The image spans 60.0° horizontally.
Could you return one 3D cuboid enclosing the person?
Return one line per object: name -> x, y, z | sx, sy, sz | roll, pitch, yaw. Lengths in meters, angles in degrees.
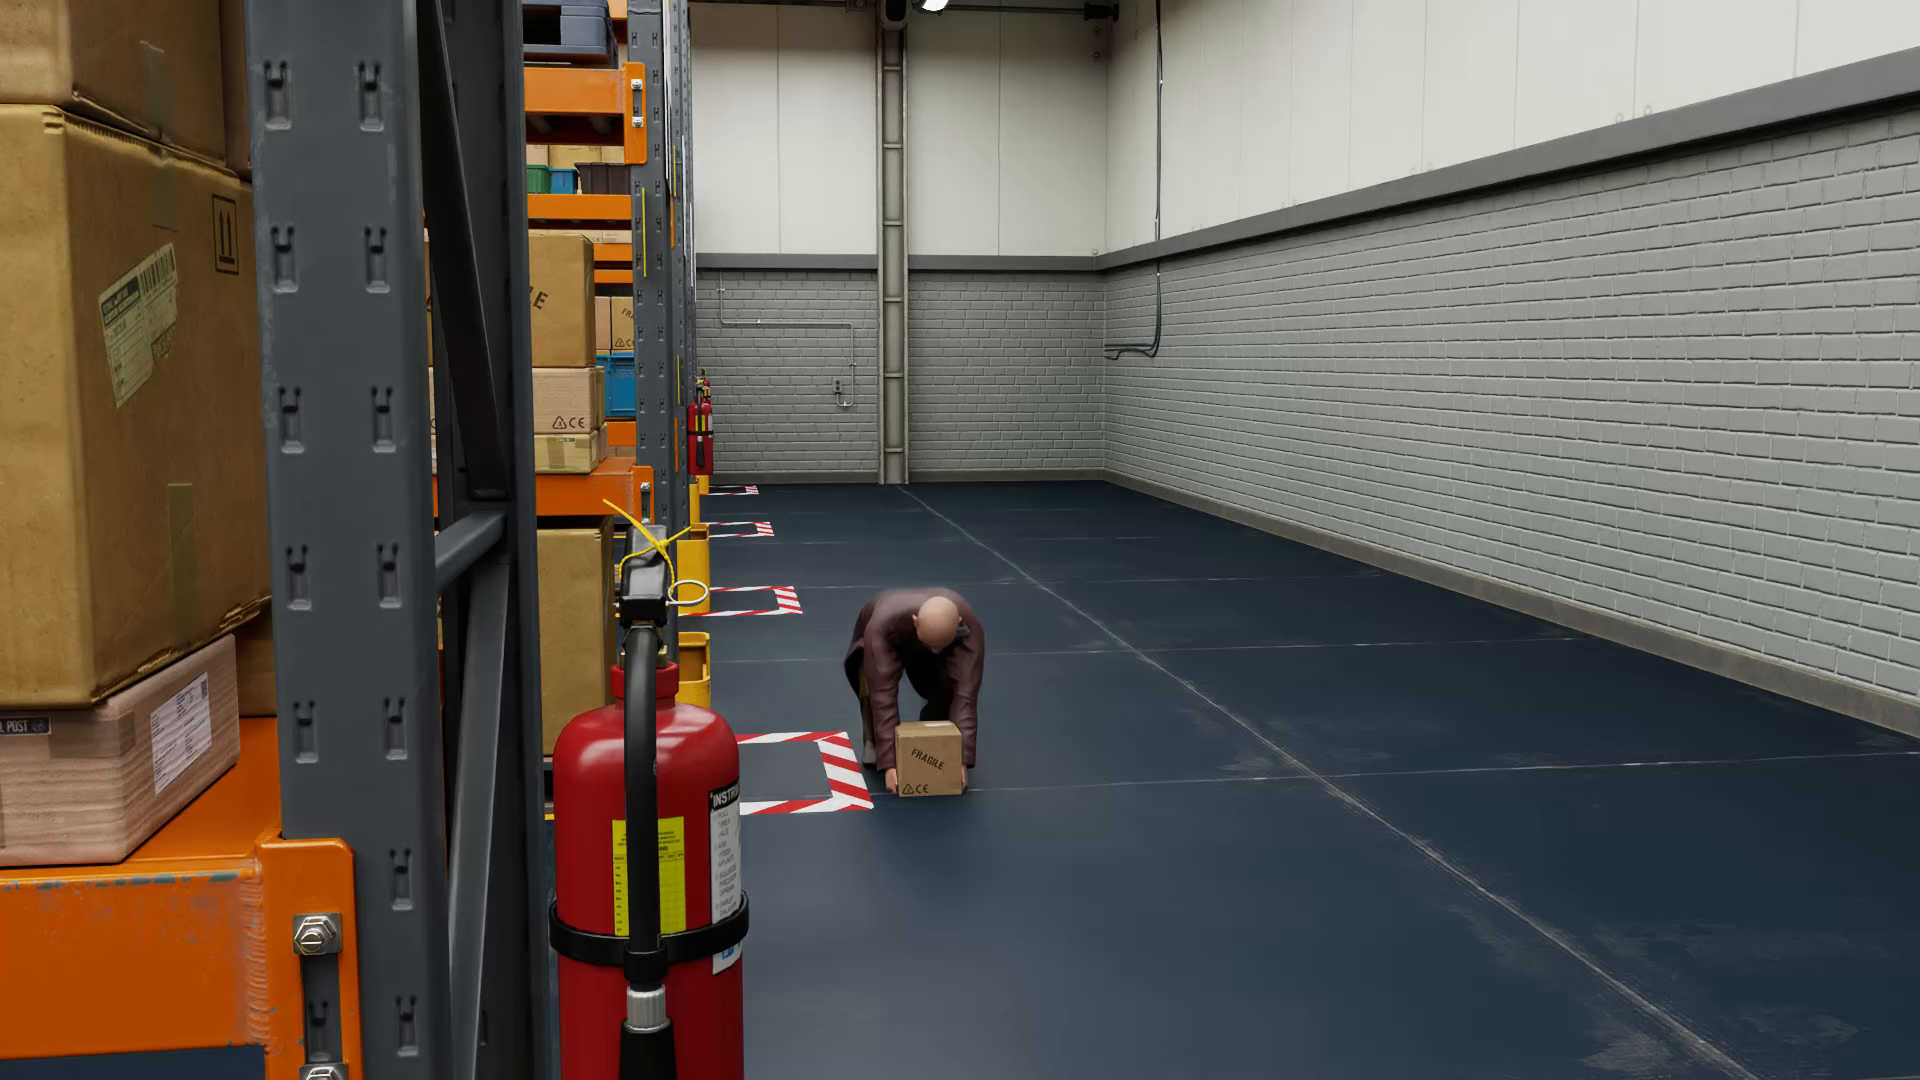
person -> -0.201, 0.591, 7.039 | 0.571, 0.815, 0.929 | -1, 6, -10
